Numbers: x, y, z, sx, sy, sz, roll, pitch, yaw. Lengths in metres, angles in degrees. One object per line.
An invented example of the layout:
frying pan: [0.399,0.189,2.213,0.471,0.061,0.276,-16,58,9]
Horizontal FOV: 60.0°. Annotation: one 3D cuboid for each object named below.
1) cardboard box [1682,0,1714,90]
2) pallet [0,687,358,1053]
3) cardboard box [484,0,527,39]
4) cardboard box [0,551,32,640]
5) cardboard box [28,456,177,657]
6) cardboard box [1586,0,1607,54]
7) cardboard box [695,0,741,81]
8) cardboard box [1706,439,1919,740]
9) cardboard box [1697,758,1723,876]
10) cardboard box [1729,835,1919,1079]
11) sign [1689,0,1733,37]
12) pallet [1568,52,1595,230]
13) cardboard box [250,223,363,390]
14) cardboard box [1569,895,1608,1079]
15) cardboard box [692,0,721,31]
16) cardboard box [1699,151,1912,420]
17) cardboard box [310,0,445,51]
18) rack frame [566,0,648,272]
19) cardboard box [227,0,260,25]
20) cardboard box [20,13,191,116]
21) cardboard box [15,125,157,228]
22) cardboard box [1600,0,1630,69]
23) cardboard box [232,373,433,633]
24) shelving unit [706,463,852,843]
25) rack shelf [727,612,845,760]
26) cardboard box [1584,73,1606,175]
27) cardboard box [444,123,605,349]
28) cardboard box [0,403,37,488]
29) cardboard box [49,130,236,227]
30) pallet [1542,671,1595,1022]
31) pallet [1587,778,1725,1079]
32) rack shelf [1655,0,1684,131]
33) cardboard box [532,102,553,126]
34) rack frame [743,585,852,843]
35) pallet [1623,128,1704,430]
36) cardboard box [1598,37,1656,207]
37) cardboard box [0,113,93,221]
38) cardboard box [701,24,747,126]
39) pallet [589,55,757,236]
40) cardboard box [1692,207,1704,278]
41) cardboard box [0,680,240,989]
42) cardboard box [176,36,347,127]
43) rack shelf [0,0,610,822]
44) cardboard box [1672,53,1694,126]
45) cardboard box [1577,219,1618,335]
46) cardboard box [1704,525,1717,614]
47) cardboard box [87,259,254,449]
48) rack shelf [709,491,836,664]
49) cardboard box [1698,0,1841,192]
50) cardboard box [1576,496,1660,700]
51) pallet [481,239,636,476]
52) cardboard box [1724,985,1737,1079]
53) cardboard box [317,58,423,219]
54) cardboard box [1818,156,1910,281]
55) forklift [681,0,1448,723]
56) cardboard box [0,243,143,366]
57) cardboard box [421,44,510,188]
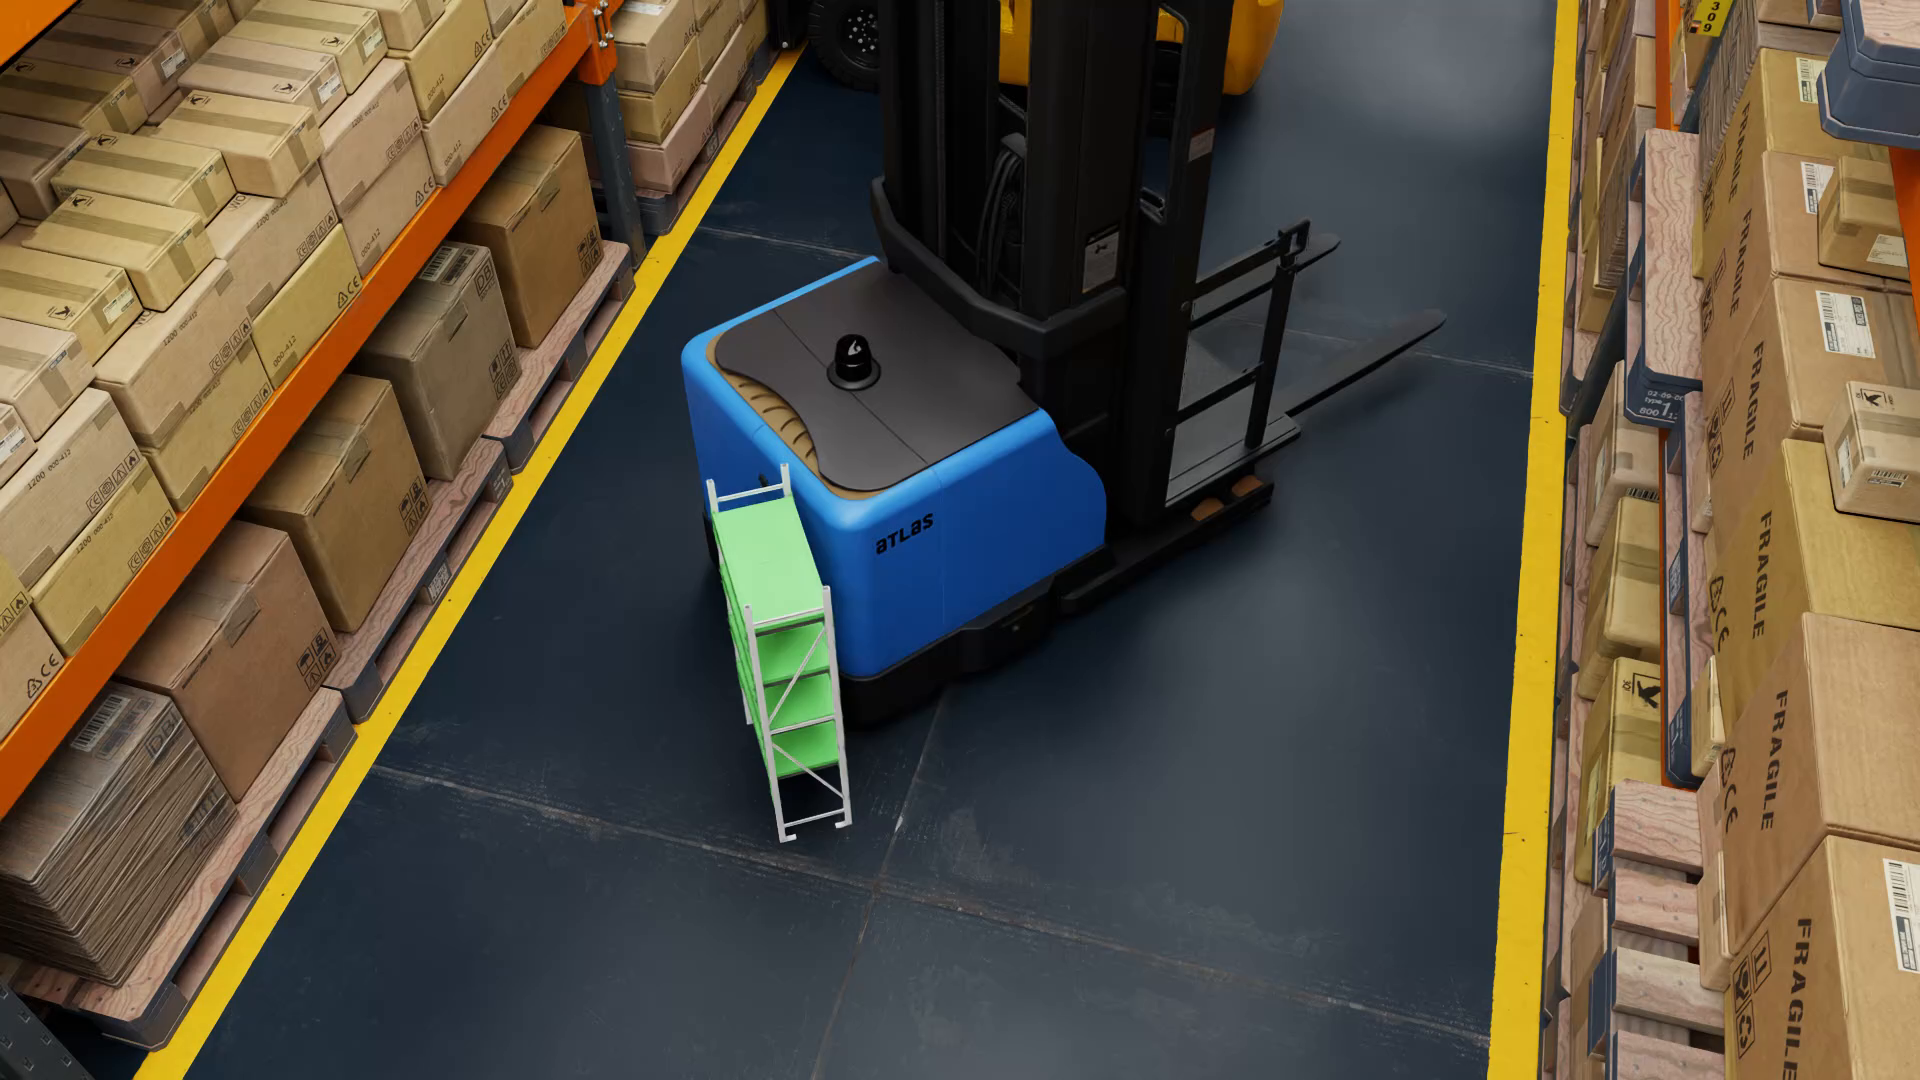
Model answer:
cardboard box: [2.783,-1.837,5.606,0.500,0.500,0.500,10,49,9]
pallet: [-2.682,0.916,5.301,1.003,0.211,1.213,12,50,10]
cardboard box: [-1.766,-2.022,5.801,0.500,0.250,0.500,11,49,9]
cardboard box: [-2.559,0.198,3.842,0.500,0.250,0.500,12,50,10]
cardboard box: [-2.446,-0.005,4.354,0.500,0.250,0.500,11,49,9]
cardboard box: [3.339,-2.561,8.064,0.500,0.250,0.500,13,50,11]
cardboard box: [-1.327,-2.360,7.553,0.500,0.250,0.500,11,50,10]
cardboard box: [1.962,0.162,3.561,0.500,0.500,0.500,9,49,7]
cardboard box: [1.811,0.639,3.573,0.380,0.149,0.250,9,49,8]
cardboard box: [1.705,0.904,2.906,0.500,0.500,0.500,10,49,9]
sign: [2.381,-1.723,5.193,0.100,0.325,0.005,12,50,10]
pallet: [3.368,-1.791,7.690,1.003,0.211,1.213,12,50,10]
cardboard box: [-2.179,-0.754,5.014,0.500,0.250,0.500,13,50,11]
cardboard box: [2.198,1.347,4.534,0.950,0.372,0.625,11,49,9]
cardboard box: [-1.309,-2.528,7.367,0.500,0.250,0.500,12,50,10]
cardboard box: [2.232,-0.606,4.239,0.500,0.500,0.500,11,50,10]
cardboard box: [-1.866,-1.696,5.247,0.380,0.149,0.250,10,49,9]
rack frame: [-1.883,-2.312,6.290,1.000,3.000,0.127,12,50,10]
cardboard box: [-2.418,-1.795,5.334,0.380,0.149,0.250,11,50,10]
cardboard box: [-2.569,-1.436,5.018,0.380,0.149,0.250,11,50,10]
cardboard box: [-2.679,-1.009,4.906,0.500,0.250,0.500,11,49,9]
cardboard box: [3.201,-2.419,7.438,0.500,0.500,0.500,12,50,11]
cardboard box: [-2.417,-0.182,5.713,0.875,0.625,0.625,10,49,8]
shelving unit: [-0.543,0.378,5.116,0.258,1.200,0.503,-13,50,-11]
rack shelf: [-0.543,0.420,5.164,0.258,0.148,0.480,-13,50,-11]
cardboard box: [3.072,-1.799,7.391,0.500,0.250,0.500,12,50,11]
cardboard box: [-2.010,-1.286,6.688,0.875,0.625,0.625,14,50,12]
cardboard box: [-2.456,-0.223,3.947,0.380,0.149,0.250,13,50,11]
cardboard box: [-2.263,-0.982,4.617,0.380,0.149,0.250,12,50,10]
pallet: [2.384,1.036,5.195,1.003,0.211,1.213,12,50,10]
pallet: [1.938,1.085,3.420,1.213,0.211,1.003,12,50,10]
rack shelf: [3.433,-2.544,6.974,1.077,0.370,4.000,12,50,10]
cardboard box: [-1.953,-2.099,7.323,0.500,0.250,0.500,11,49,9]
rack frame: [-0.470,0.553,4.962,0.240,1.200,0.015,-13,50,-11]
pallet: [2.565,-0.748,5.037,1.003,0.211,1.213,12,50,10]
cardboard box: [2.935,-1.662,6.770,0.500,0.500,0.500,12,50,11]
cardboard box: [-2.660,-1.056,4.682,0.380,0.149,0.250,13,50,11]
cardboard box: [-1.318,-2.196,7.741,0.500,0.250,0.500,11,49,9]
pallet: [-1.633,-1.956,7.836,1.003,0.211,1.213,12,50,10]
cardboard box: [2.382,-0.875,4.909,0.380,0.149,0.250,12,50,11]
cardboard box: [-2.759,0.780,4.865,0.875,0.625,0.625,13,50,11]
cardboard box: [-2.067,-1.339,4.932,0.380,0.149,0.250,12,50,10]
rack shelf: [-2.410,-0.627,5.283,1.077,0.370,4.000,12,50,10]
cardboard box: [2.697,-1.545,5.780,0.380,0.149,0.250,11,50,10]
cardboard box: [2.803,-1.045,6.726,0.500,0.250,0.500,14,50,12]
cardboard box: [2.044,0.082,4.064,0.380,0.149,0.250,10,49,9]
cardboard box: [-2.295,-0.544,4.496,0.500,0.250,0.500,10,49,9]
rack shelf: [-0.543,0.103,4.804,0.258,0.148,0.480,-13,50,-11]
cardboard box: [2.506,-1.323,4.872,0.500,0.500,0.500,13,50,11]
cardboard box: [2.585,0.296,5.461,0.950,0.372,0.625,14,50,12]
pallet: [-2.039,-0.849,6.858,1.003,0.211,1.213,12,50,10]
cardboard box: [1.714,1.010,3.245,0.380,0.149,0.250,12,50,11]
cardboard box: [-2.034,-1.280,5.146,0.500,0.250,0.500,12,50,11]
cardboard box: [2.255,-0.744,3.928,0.380,0.149,0.250,14,50,12]
forklift: [0.566,-1.260,5.407,3.031,2.935,1.130,-29,55,-23]
cardboard box: [-2.362,-0.603,4.282,0.380,0.149,0.250,12,50,10]
cardboard box: [-1.890,-1.482,5.657,0.500,0.250,0.500,11,50,10]
